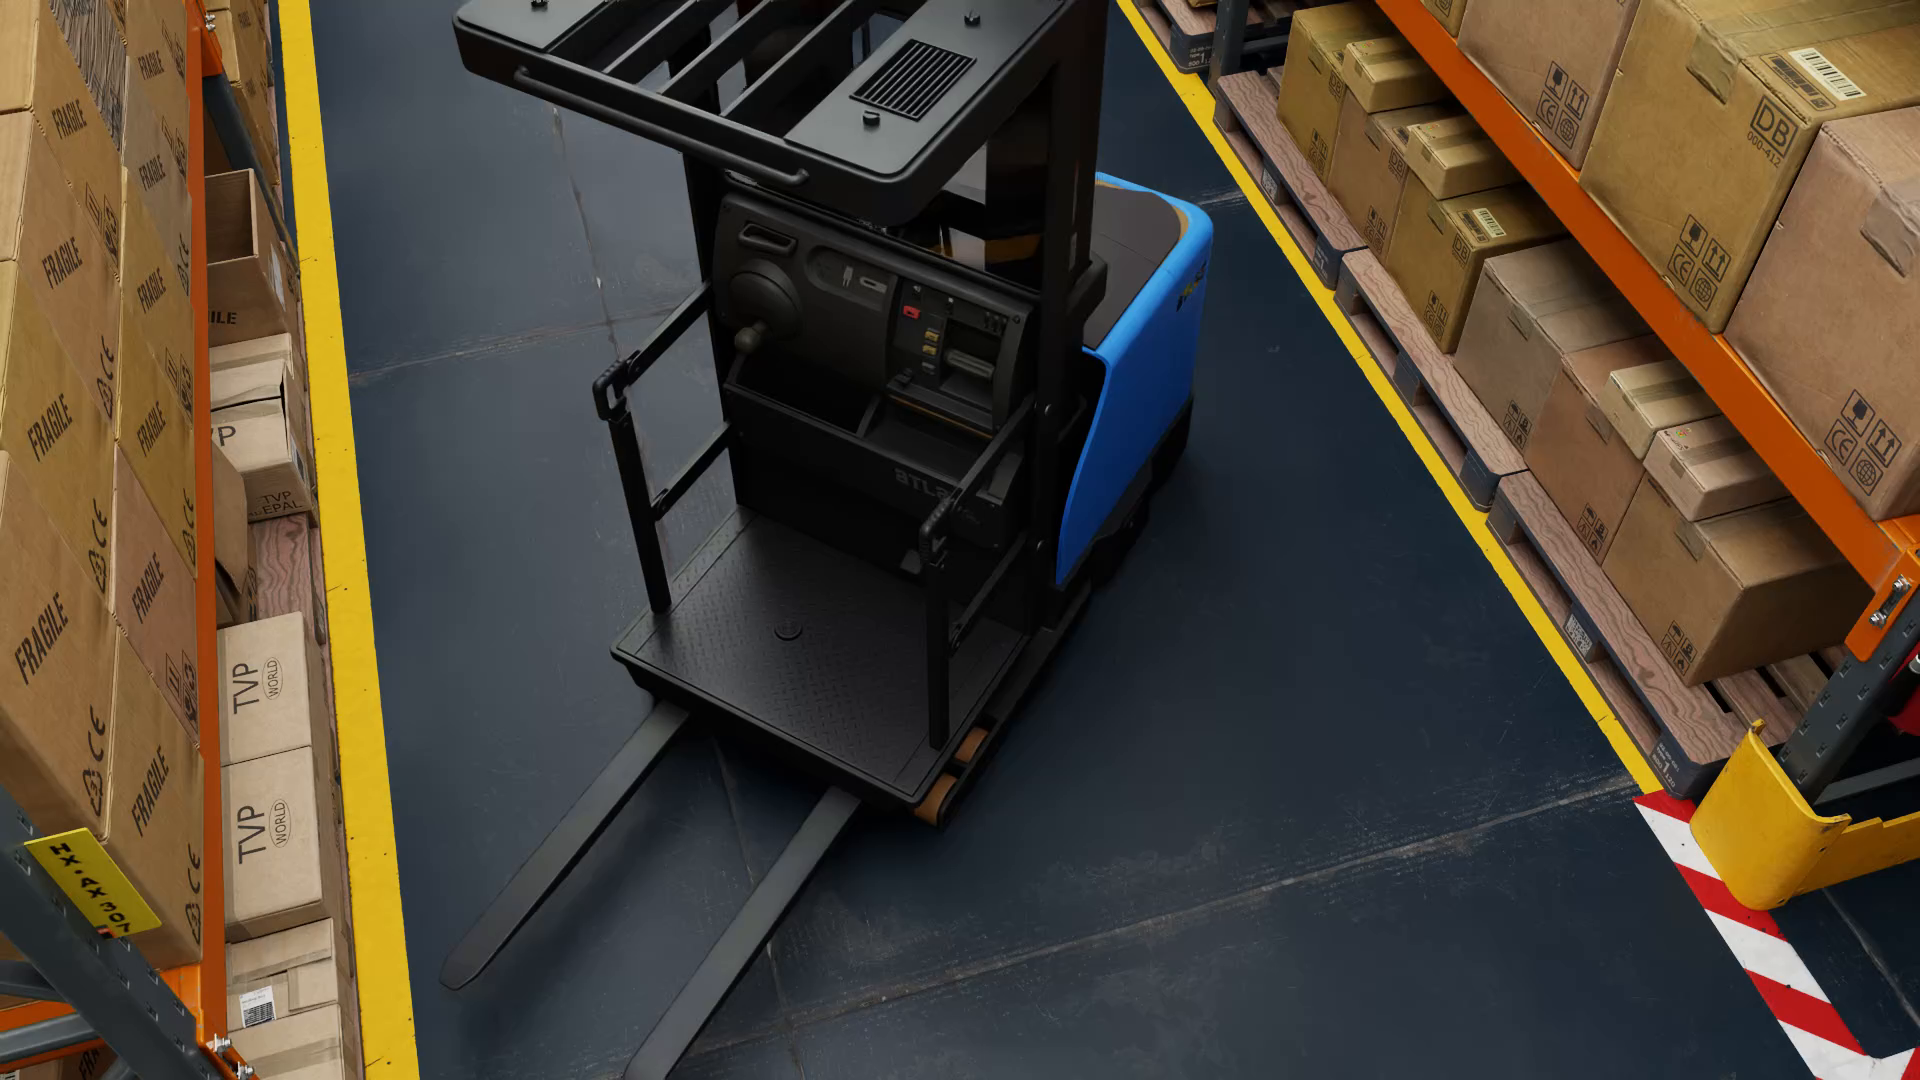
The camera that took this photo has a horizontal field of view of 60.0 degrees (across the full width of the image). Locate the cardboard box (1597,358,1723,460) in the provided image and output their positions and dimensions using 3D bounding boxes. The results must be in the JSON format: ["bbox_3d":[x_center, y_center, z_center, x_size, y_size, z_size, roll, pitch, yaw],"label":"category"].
[{"bbox_3d":[2.195,-0.416,5.075,0.380,0.149,0.250,-12,51,-10],"label":"cardboard box"}]

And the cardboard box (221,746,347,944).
[{"bbox_3d":[-1.983,0.891,4.547,0.500,0.250,0.500,-13,51,-11],"label":"cardboard box"}]

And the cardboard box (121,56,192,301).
[{"bbox_3d":[-2.427,-0.922,4.500,0.500,0.500,0.500,-12,51,-10],"label":"cardboard box"}]

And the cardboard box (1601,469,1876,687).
[{"bbox_3d":[2.483,0.032,5.121,0.700,0.500,0.500,-13,51,-11],"label":"cardboard box"}]

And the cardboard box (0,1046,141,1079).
[{"bbox_3d":[-2.341,1.296,4.043,0.500,0.500,0.500,-13,51,-11],"label":"cardboard box"}]

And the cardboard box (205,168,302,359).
[{"bbox_3d":[-2.688,-0.932,5.921,0.500,0.500,0.500,-13,51,-11],"label":"cardboard box"}]

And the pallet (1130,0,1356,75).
[{"bbox_3d":[1.303,-2.719,7.904,1.003,0.211,1.213,-13,51,-11],"label":"pallet"}]

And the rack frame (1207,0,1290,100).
[{"bbox_3d":[1.603,-3.071,6.377,1.000,3.000,0.127,-13,51,-11],"label":"rack frame"}]

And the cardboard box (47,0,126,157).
[{"bbox_3d":[-2.428,-1.250,4.123,0.500,0.500,0.500,-13,51,-11],"label":"cardboard box"}]

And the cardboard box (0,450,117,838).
[{"bbox_3d":[-1.824,0.235,2.871,0.500,0.500,0.500,-12,51,-10],"label":"cardboard box"}]

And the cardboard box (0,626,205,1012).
[{"bbox_3d":[-1.824,0.557,3.253,0.500,0.500,0.500,-12,51,-10],"label":"cardboard box"}]

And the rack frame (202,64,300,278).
[{"bbox_3d":[-3.128,-1.948,5.431,1.000,3.000,0.127,-13,51,-11],"label":"rack frame"}]

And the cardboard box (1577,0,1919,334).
[{"bbox_3d":[2.400,-1.145,4.557,0.980,0.700,0.700,-14,51,-11],"label":"cardboard box"}]

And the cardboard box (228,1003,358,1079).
[{"bbox_3d":[-1.741,1.367,4.213,0.380,0.149,0.250,-13,51,-11],"label":"cardboard box"}]

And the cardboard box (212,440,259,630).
[{"bbox_3d":[-2.567,0.086,5.061,0.797,0.503,0.637,-13,51,-11],"label":"cardboard box"}]

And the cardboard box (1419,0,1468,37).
[{"bbox_3d":[1.959,-2.233,5.475,0.980,0.700,0.700,-14,51,-12],"label":"cardboard box"}]

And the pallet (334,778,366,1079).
[{"bbox_3d":[-2.204,1.235,4.571,1.003,0.211,1.213,-13,51,-11],"label":"pallet"}]

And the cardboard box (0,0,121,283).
[{"bbox_3d":[-2.280,-0.882,3.813,0.500,0.500,0.500,-14,51,-11],"label":"cardboard box"}]

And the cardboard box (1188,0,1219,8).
[{"bbox_3d":[1.287,-2.959,7.414,0.750,0.750,0.750,-13,51,-11],"label":"cardboard box"}]

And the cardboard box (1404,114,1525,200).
[{"bbox_3d":[1.808,-1.368,5.877,0.380,0.149,0.250,-15,51,-12],"label":"cardboard box"}]

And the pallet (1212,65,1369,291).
[{"bbox_3d":[1.753,-1.599,6.960,1.003,0.211,1.213,-13,51,-11],"label":"pallet"}]

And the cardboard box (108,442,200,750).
[{"bbox_3d":[-1.982,0.182,3.570,0.500,0.500,0.500,-14,51,-11],"label":"cardboard box"}]

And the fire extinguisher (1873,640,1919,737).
[{"bbox_3d":[2.390,0.210,3.905,0.296,0.674,0.183,-13,51,-11],"label":"fire extinguisher"}]

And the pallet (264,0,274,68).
[{"bbox_3d":[-3.769,-2.528,7.743,1.003,0.211,1.213,-13,51,-11],"label":"pallet"}]

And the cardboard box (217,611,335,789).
[{"bbox_3d":[-2.131,0.526,4.855,0.500,0.250,0.500,-13,51,-11],"label":"cardboard box"}]

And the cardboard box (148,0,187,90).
[{"bbox_3d":[-2.735,-1.673,5.133,0.500,0.500,0.500,-13,51,-10],"label":"cardboard box"}]

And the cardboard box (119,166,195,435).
[{"bbox_3d":[-2.274,-0.551,4.187,0.500,0.500,0.500,-13,51,-10],"label":"cardboard box"}]

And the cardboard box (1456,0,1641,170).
[{"bbox_3d":[2.183,-1.704,5.029,0.980,0.700,0.700,-16,52,-13],"label":"cardboard box"}]

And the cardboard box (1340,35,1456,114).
[{"bbox_3d":[1.653,-1.749,6.199,0.380,0.149,0.250,-12,51,-10],"label":"cardboard box"}]

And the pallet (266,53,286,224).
[{"bbox_3d":[-3.405,-1.635,6.990,1.003,0.211,1.213,-13,51,-11],"label":"pallet"}]

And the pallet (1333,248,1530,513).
[{"bbox_3d":[2.118,-0.706,6.208,1.003,0.211,1.213,-13,51,-11],"label":"pallet"}]

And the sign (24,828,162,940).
[{"bbox_3d":[-1.427,0.571,2.740,0.100,0.325,0.005,-13,51,-11],"label":"sign"}]

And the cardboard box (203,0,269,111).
[{"bbox_3d":[-3.207,-2.080,6.889,0.500,0.500,0.500,-13,51,-10],"label":"cardboard box"}]

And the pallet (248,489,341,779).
[{"bbox_3d":[-2.561,0.345,5.321,1.003,0.211,1.213,-13,51,-11],"label":"pallet"}]

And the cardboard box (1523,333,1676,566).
[{"bbox_3d":[2.335,-0.333,5.429,0.700,0.500,0.500,-13,51,-11],"label":"cardboard box"}]

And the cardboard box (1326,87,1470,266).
[{"bbox_3d":[1.872,-1.464,6.382,0.700,0.500,0.500,-14,51,-11],"label":"cardboard box"}]

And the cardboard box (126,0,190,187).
[{"bbox_3d":[-2.581,-1.297,4.816,0.500,0.500,0.500,-12,51,-10],"label":"cardboard box"}]

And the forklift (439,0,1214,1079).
[{"bbox_3d":[-0.356,-0.494,4.249,1.130,2.935,3.031,24,54,19],"label":"forklift"}]

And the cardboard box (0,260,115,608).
[{"bbox_3d":[-1.986,-0.145,3.191,0.500,0.500,0.500,-13,51,-11],"label":"cardboard box"}]

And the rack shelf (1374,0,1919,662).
[{"bbox_3d":[2.195,-1.378,5.421,1.077,0.370,4.000,-13,51,-11],"label":"rack shelf"}]

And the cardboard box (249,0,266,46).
[{"bbox_3d":[-3.347,-2.446,7.198,0.500,0.500,0.500,-13,51,-11],"label":"cardboard box"}]

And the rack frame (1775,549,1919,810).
[{"bbox_3d":[2.786,-0.150,3.914,1.000,3.000,0.127,-13,51,-11],"label":"rack frame"}]

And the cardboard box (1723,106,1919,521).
[{"bbox_3d":[2.626,-0.616,4.112,0.980,0.700,0.700,-11,51,-9],"label":"cardboard box"}]

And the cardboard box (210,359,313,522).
[{"bbox_3d":[-2.467,-0.324,5.532,0.500,0.311,0.500,-13,51,-11],"label":"cardboard box"}]

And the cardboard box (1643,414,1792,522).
[{"bbox_3d":[2.271,-0.229,4.918,0.380,0.149,0.250,-14,51,-11],"label":"cardboard box"}]

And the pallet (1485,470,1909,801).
[{"bbox_3d":[2.475,0.183,5.458,1.003,0.211,1.213,-13,51,-11],"label":"pallet"}]

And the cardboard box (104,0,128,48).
[{"bbox_3d":[-2.577,-1.618,4.433,0.500,0.500,0.500,-14,51,-12],"label":"cardboard box"}]

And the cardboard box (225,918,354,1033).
[{"bbox_3d":[-1.814,1.179,4.360,0.380,0.166,0.250,-13,51,-11],"label":"cardboard box"}]

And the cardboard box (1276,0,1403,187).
[{"bbox_3d":[1.726,-1.831,6.692,0.700,0.500,0.500,-13,51,-11],"label":"cardboard box"}]

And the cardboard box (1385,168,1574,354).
[{"bbox_3d":[2.021,-1.088,6.066,0.700,0.500,0.500,-12,51,-10],"label":"cardboard box"}]

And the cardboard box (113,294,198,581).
[{"bbox_3d":[-2.128,-0.186,3.879,0.500,0.500,0.500,-13,51,-11],"label":"cardboard box"}]

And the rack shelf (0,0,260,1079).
[{"bbox_3d":[-2.536,-0.256,4.474,1.077,0.370,4.000,-13,51,-11],"label":"rack shelf"}]

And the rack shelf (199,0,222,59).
[{"bbox_3d":[-3.719,-3.177,6.937,1.077,0.370,4.000,-13,51,-11],"label":"rack shelf"}]

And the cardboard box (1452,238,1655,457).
[{"bbox_3d":[2.186,-0.700,5.739,0.700,0.500,0.500,-15,51,-12],"label":"cardboard box"}]

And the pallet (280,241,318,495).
[{"bbox_3d":[-2.926,-0.548,6.074,1.003,0.211,1.213,-13,51,-11],"label":"pallet"}]

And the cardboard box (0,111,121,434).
[{"bbox_3d":[-2.129,-0.512,3.500,0.500,0.500,0.500,-13,51,-10],"label":"cardboard box"}]

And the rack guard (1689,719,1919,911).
[{"bbox_3d":[2.793,0.674,4.855,1.175,0.500,0.348,-13,51,-11],"label":"rack guard"}]

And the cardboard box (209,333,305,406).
[{"bbox_3d":[-2.520,-0.559,5.836,0.380,0.149,0.250,-13,51,-11],"label":"cardboard box"}]

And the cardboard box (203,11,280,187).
[{"bbox_3d":[-3.038,-1.693,6.562,0.500,0.500,0.500,-15,52,-13],"label":"cardboard box"}]
